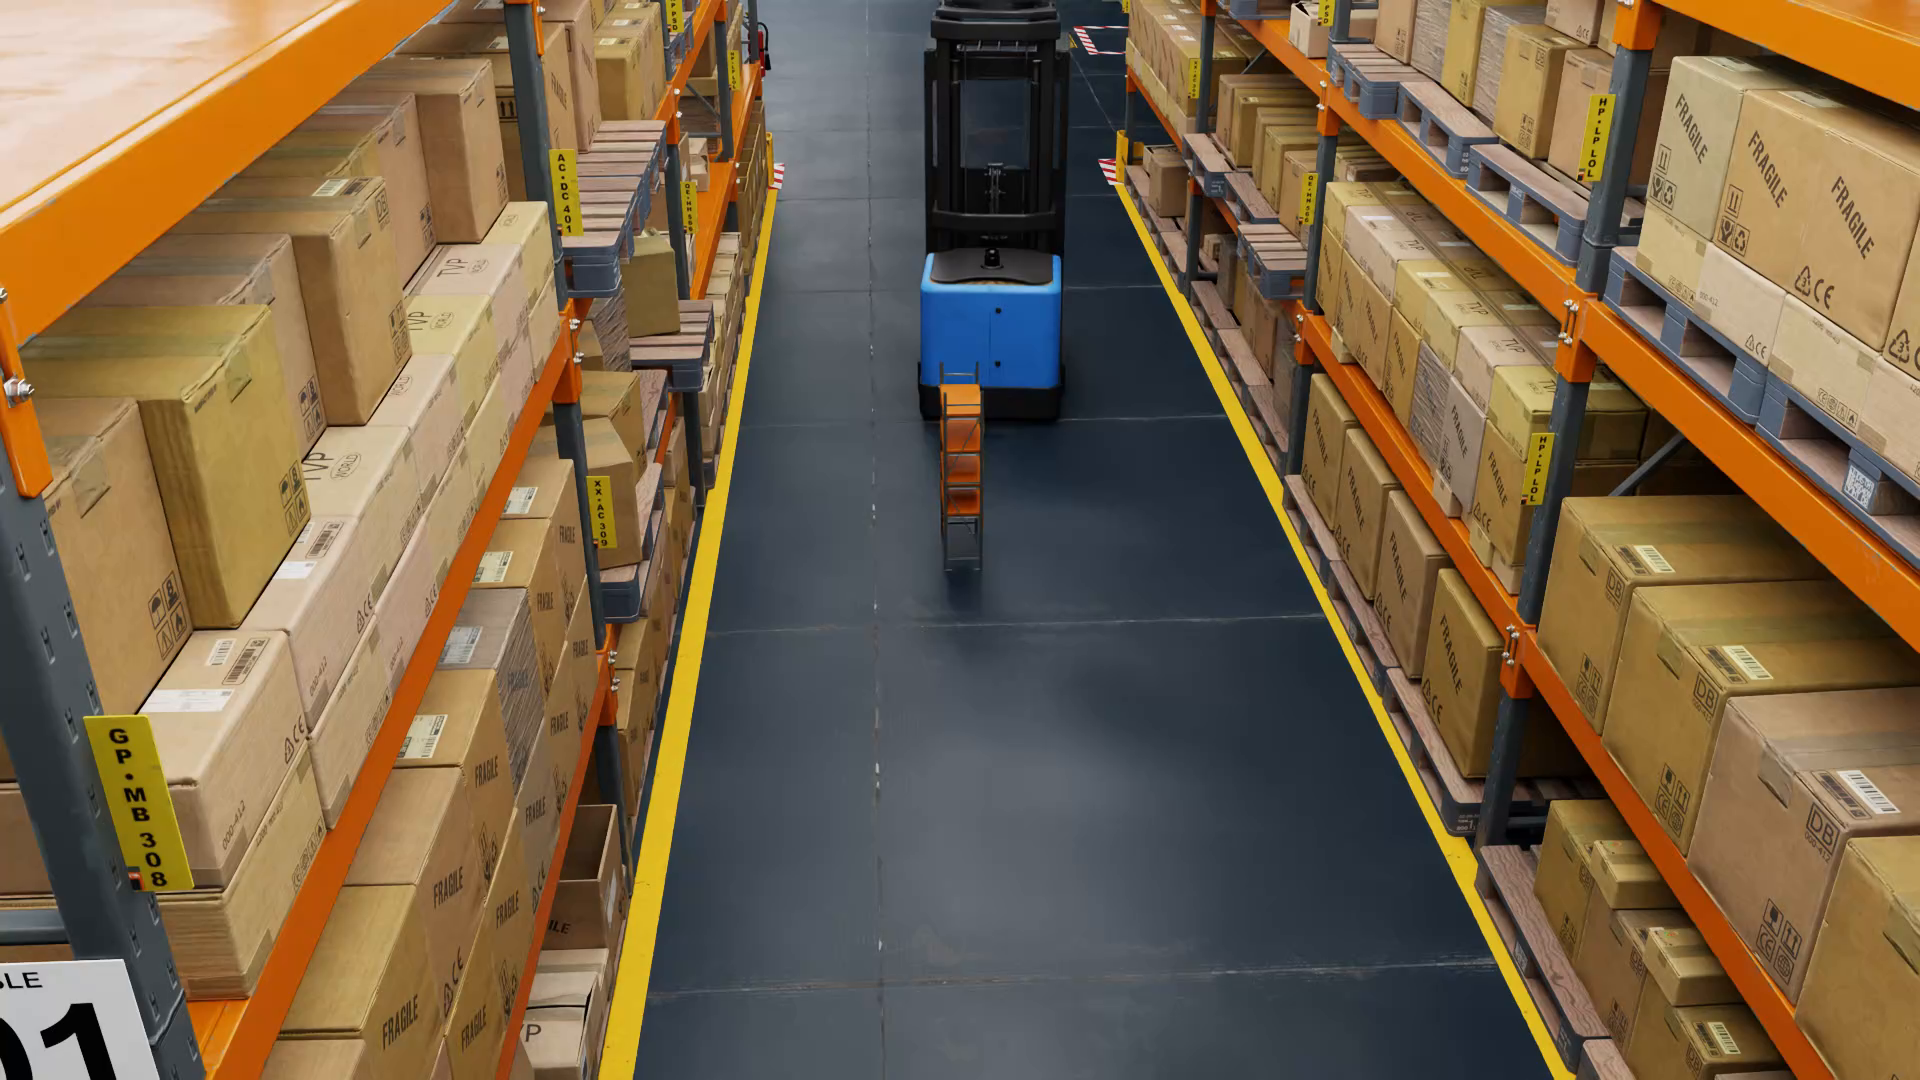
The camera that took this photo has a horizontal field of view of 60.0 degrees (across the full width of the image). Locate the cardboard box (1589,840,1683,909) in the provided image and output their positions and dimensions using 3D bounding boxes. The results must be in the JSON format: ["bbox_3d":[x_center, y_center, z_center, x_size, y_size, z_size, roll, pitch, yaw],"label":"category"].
[{"bbox_3d":[2.713,1.313,6.537,0.380,0.149,0.250,0,28,-1],"label":"cardboard box"}]

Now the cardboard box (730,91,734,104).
[{"bbox_3d":[-2.537,-4.366,15.770,0.700,0.500,0.500,-1,28,-1],"label":"cardboard box"}]

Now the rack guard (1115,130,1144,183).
[{"bbox_3d":[2.318,-4.231,18.321,1.175,0.500,0.348,-1,28,-3],"label":"rack guard"}]

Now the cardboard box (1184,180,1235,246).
[{"bbox_3d":[2.429,-3.092,15.662,0.500,0.500,0.500,-3,28,-7],"label":"cardboard box"}]

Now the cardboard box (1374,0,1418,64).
[{"bbox_3d":[2.814,-3.031,9.489,0.700,0.500,0.500,-3,28,-7],"label":"cardboard box"}]

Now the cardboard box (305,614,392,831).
[{"bbox_3d":[-1.583,0.398,3.661,0.500,0.250,0.500,-1,28,-3],"label":"cardboard box"}]

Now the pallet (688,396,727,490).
[{"bbox_3d":[-2.219,-0.703,11.869,1.003,0.211,1.213,-1,28,-3],"label":"pallet"}]

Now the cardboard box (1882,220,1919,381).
[{"bbox_3d":[2.788,-0.615,4.231,0.500,0.500,0.500,-3,28,-5],"label":"cardboard box"}]

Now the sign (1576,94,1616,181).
[{"bbox_3d":[2.399,-1.513,6.265,0.100,0.325,0.005,-1,28,-3],"label":"sign"}]

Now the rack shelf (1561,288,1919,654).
[{"bbox_3d":[3.045,0.080,4.887,1.077,0.370,4.000,-1,28,-3],"label":"rack shelf"}]

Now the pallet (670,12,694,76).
[{"bbox_3d":[-2.340,-3.116,10.441,1.213,0.211,1.003,0,28,0],"label":"pallet"}]

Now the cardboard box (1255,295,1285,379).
[{"bbox_3d":[2.677,-1.567,12.738,0.700,0.500,0.500,-2,28,-3],"label":"cardboard box"}]

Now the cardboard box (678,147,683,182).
[{"bbox_3d":[-2.346,-2.620,12.422,0.500,0.500,0.500,-1,28,-3],"label":"cardboard box"}]

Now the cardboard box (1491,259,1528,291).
[{"bbox_3d":[3.089,-1.282,8.703,0.500,0.250,0.500,-2,28,-4],"label":"cardboard box"}]

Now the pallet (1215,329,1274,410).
[{"bbox_3d":[2.632,-1.366,13.141,1.003,0.211,1.213,-1,28,-3],"label":"pallet"}]

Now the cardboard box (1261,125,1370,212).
[{"bbox_3d":[2.610,-2.711,12.119,0.700,0.500,0.500,-1,28,-3],"label":"cardboard box"}]

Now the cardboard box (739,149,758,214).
[{"bbox_3d":[-2.188,-3.388,15.711,0.500,0.500,0.500,-1,28,-3],"label":"cardboard box"}]

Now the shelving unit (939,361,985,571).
[{"bbox_3d":[0.009,-0.456,10.326,0.258,1.200,0.503,-1,28,-3],"label":"shelving unit"}]

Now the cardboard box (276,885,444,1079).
[{"bbox_3d":[-1.592,1.196,4.024,0.500,0.500,0.500,-1,28,-2],"label":"cardboard box"}]

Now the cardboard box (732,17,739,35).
[{"bbox_3d":[-2.383,-5.058,16.394,0.380,0.149,0.250,-1,28,-2],"label":"cardboard box"}]

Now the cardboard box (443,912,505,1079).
[{"bbox_3d":[-1.612,1.411,4.693,0.500,0.500,0.500,-1,28,-3],"label":"cardboard box"}]

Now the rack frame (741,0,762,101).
[{"bbox_3d":[-2.633,-5.253,17.577,1.000,3.000,0.127,-1,28,-3],"label":"rack frame"}]

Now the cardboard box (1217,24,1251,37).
[{"bbox_3d":[2.663,-4.493,15.450,0.500,0.500,0.500,-1,28,-1],"label":"cardboard box"}]

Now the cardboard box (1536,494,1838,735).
[{"bbox_3d":[2.953,0.286,6.634,0.980,0.700,0.700,-1,28,-2],"label":"cardboard box"}]

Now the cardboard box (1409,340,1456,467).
[{"bbox_3d":[2.611,-0.692,8.382,0.500,0.500,0.500,-1,28,-3],"label":"cardboard box"}]

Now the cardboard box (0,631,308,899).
[{"bbox_3d":[-1.564,0.408,3.103,0.500,0.250,0.500,-1,28,-3],"label":"cardboard box"}]

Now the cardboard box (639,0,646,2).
[{"bbox_3d":[-2.359,-3.722,11.107,0.500,0.250,0.500,-2,28,-4],"label":"cardboard box"}]

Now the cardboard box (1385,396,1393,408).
[{"bbox_3d":[2.613,-0.826,9.340,0.380,0.149,0.250,-1,28,-2],"label":"cardboard box"}]

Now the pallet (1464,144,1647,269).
[{"bbox_3d":[2.844,-1.500,7.345,0.805,0.209,1.217,-2,28,-5],"label":"pallet"}]

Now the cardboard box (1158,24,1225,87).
[{"bbox_3d":[2.142,-4.476,15.417,0.500,0.500,0.500,-2,28,-4],"label":"cardboard box"}]

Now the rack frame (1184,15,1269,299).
[{"bbox_3d":[2.523,-3.527,14.268,1.000,3.000,0.127,-1,28,-3],"label":"rack frame"}]

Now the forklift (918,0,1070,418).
[{"bbox_3d":[0.286,-2.845,13.036,1.130,2.935,3.031,1,28,2],"label":"forklift"}]

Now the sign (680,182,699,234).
[{"bbox_3d":[-1.673,-2.054,10.278,0.100,0.325,0.005,-1,28,-3],"label":"sign"}]

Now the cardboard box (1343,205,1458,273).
[{"bbox_3d":[2.527,-1.733,9.567,0.500,0.250,0.500,-2,28,-3],"label":"cardboard box"}]

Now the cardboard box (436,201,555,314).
[{"bbox_3d":[-1.709,-0.978,5.760,0.500,0.250,0.500,-1,28,-3],"label":"cardboard box"}]

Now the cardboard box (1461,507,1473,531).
[{"bbox_3d":[2.635,-0.116,7.978,0.380,0.149,0.250,-1,28,-1],"label":"cardboard box"}]

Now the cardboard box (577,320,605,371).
[{"bbox_3d":[-2.160,-0.756,8.393,0.700,0.500,0.500,-8,29,-16],"label":"cardboard box"}]

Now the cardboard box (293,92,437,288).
[{"bbox_3d":[-2.058,-1.071,5.126,0.700,0.500,0.500,-1,28,-3],"label":"cardboard box"}]

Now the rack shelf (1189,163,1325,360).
[{"bbox_3d":[2.627,-2.284,12.664,1.077,0.370,4.000,-1,28,-3],"label":"rack shelf"}]

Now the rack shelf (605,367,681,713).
[{"bbox_3d":[-2.110,-0.316,8.889,1.077,0.370,4.000,-1,28,-3],"label":"rack shelf"}]

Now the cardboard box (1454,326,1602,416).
[{"bbox_3d":[2.644,-0.796,7.770,0.500,0.250,0.500,-1,28,-2],"label":"cardboard box"}]

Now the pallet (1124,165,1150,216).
[{"bbox_3d":[2.325,-3.726,17.667,1.003,0.211,1.213,-1,28,-3],"label":"pallet"}]

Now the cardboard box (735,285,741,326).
[{"bbox_3d":[-2.088,-1.954,13.773,0.500,0.250,0.500,-2,28,-3],"label":"cardboard box"}]

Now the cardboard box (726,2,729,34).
[{"bbox_3d":[-2.532,-4.925,15.438,0.700,0.500,0.500,-1,28,-3],"label":"cardboard box"}]

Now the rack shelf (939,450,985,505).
[{"bbox_3d":[0.009,-0.396,10.357,0.258,0.148,0.480,-1,28,-3],"label":"rack shelf"}]

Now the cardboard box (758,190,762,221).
[{"bbox_3d":[-2.219,-3.287,16.327,0.500,0.250,0.500,-1,28,-3],"label":"cardboard box"}]

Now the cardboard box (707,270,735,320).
[{"bbox_3d":[-2.059,-1.970,13.197,0.500,0.311,0.500,-1,28,-3],"label":"cardboard box"}]

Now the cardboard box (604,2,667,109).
[{"bbox_3d":[-2.158,-2.732,9.392,0.910,0.500,0.500,-1,28,-3],"label":"cardboard box"}]

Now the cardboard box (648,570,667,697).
[{"bbox_3d":[-1.845,0.496,8.783,0.500,0.500,0.500,-1,28,-2],"label":"cardboard box"}]

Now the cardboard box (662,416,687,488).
[{"bbox_3d":[-1.924,-0.525,9.930,0.500,0.250,0.500,0,28,-1],"label":"cardboard box"}]

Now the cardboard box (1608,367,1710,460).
[{"bbox_3d":[3.177,-0.569,7.334,0.500,0.250,0.500,-1,28,-1],"label":"cardboard box"}]

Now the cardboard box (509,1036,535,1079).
[{"bbox_3d":[-1.903,2.068,5.764,0.797,0.503,0.637,-1,28,-3],"label":"cardboard box"}]

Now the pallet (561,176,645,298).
[{"bbox_3d":[-1.970,-1.260,6.883,1.213,0.211,1.003,-1,28,-3],"label":"pallet"}]

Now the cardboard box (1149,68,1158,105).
[{"bbox_3d":[2.109,-4.375,16.035,0.500,0.250,0.500,-1,28,-2],"label":"cardboard box"}]
